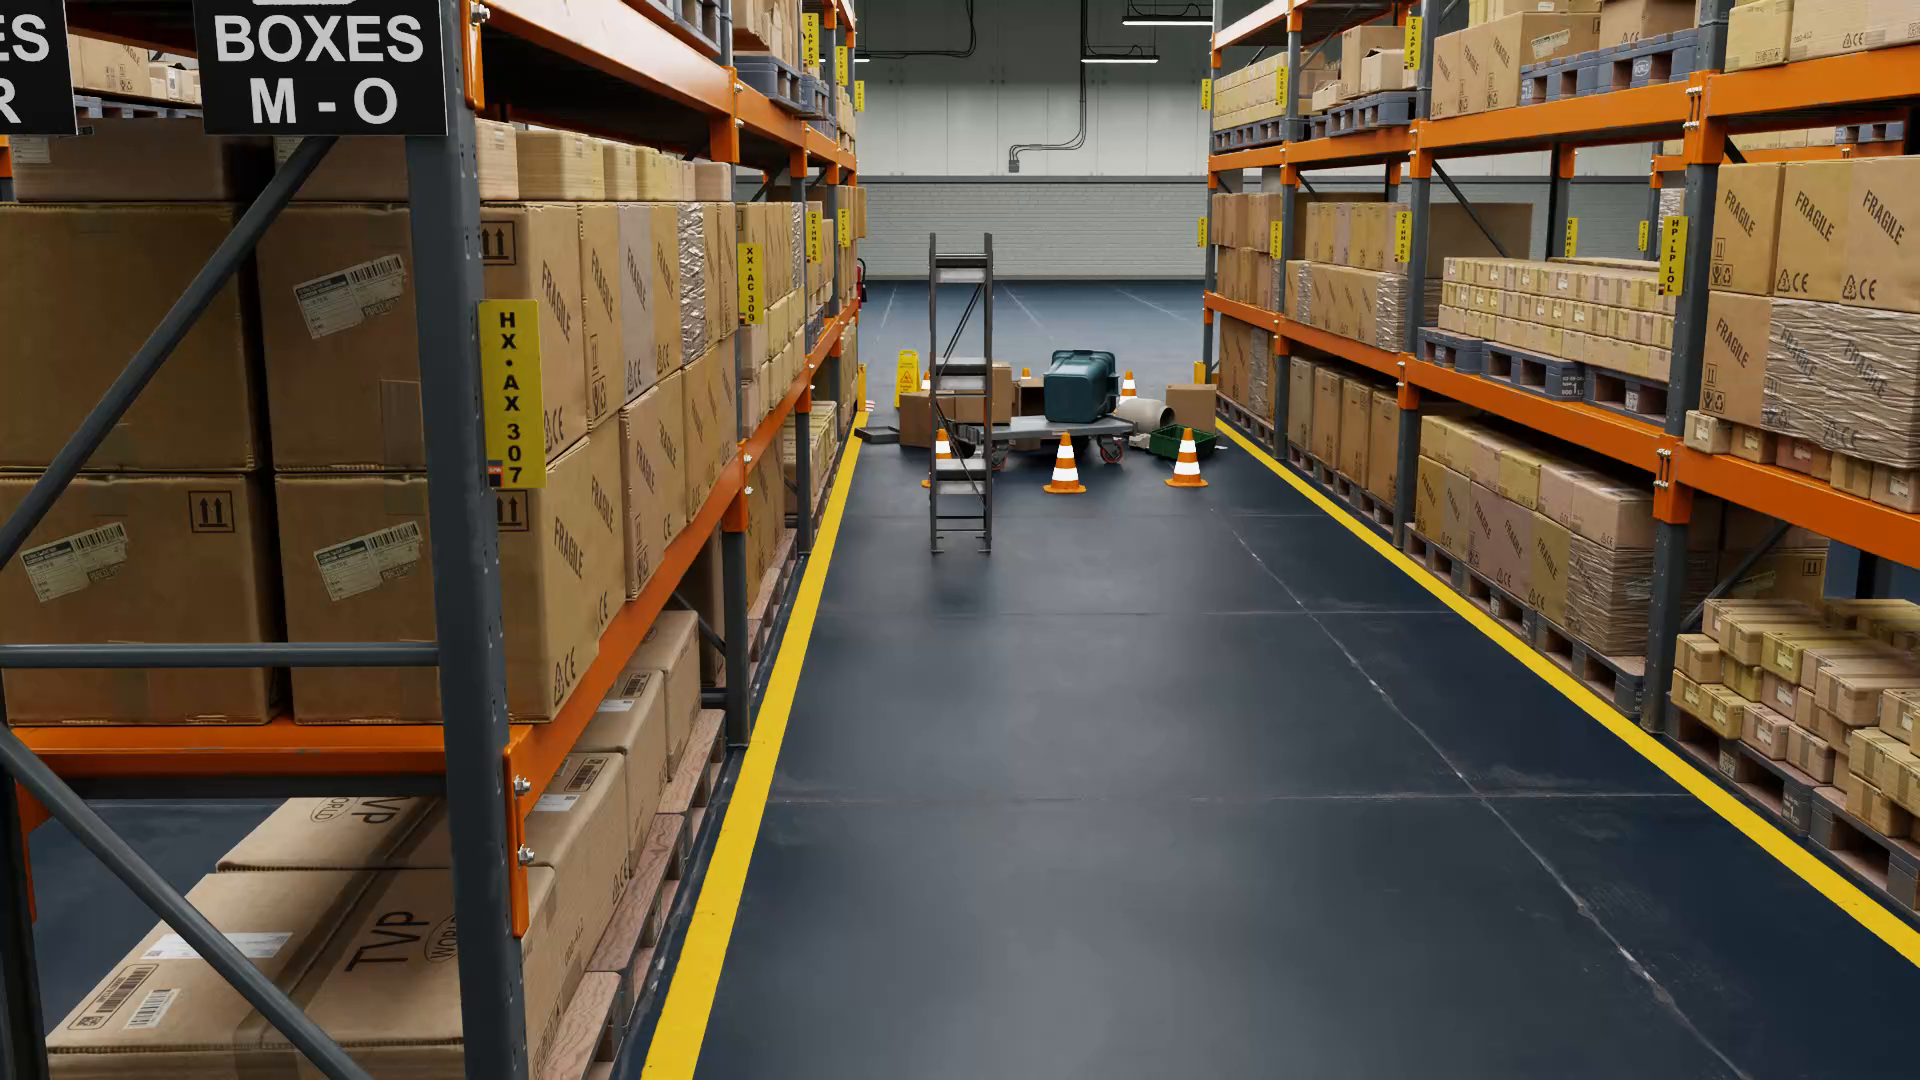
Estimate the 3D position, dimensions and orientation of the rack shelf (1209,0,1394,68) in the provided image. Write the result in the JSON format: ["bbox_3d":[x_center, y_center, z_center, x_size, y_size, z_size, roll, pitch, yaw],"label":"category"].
[{"bbox_3d":[3.329,-5.002,16.397,1.077,0.370,4.000,0,11,-1],"label":"rack shelf"}]

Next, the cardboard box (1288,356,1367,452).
[{"bbox_3d":[3.473,-1.193,14.498,1.050,0.750,0.750,0,11,-1],"label":"cardboard box"}]

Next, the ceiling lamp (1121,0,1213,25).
[{"bbox_3d":[4.277,-12.040,33.589,2.000,3.185,0.800,0,11,-1],"label":"ceiling lamp"}]

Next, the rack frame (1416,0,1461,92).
[{"bbox_3d":[3.453,-4.358,10.407,1.000,3.000,0.127,0,11,-1],"label":"rack frame"}]

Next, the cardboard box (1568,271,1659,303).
[{"bbox_3d":[3.315,-1.282,8.412,0.380,0.149,0.250,-1,11,-3],"label":"cardboard box"}]

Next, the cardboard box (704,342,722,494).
[{"bbox_3d":[-1.130,-0.438,5.922,0.500,0.500,0.500,-1,11,-3],"label":"cardboard box"}]

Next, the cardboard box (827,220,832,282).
[{"bbox_3d":[-1.326,-2.384,13.708,0.500,0.500,0.500,0,11,-1],"label":"cardboard box"}]

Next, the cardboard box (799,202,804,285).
[{"bbox_3d":[-1.221,-1.815,10.193,0.500,0.500,0.500,-1,11,-3],"label":"cardboard box"}]

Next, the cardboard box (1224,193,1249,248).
[{"bbox_3d":[3.236,-3.316,17.267,0.875,0.550,0.550,0,11,-1],"label":"cardboard box"}]

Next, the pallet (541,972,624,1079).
[{"bbox_3d":[-1.423,1.421,4.025,1.003,0.211,1.213,0,11,-1],"label":"pallet"}]

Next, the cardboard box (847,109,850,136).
[{"bbox_3d":[-1.342,-4.106,16.338,0.500,0.250,0.500,0,11,-1],"label":"cardboard box"}]

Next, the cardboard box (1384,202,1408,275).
[{"bbox_3d":[3.442,-2.147,11.830,0.700,0.500,0.500,0,11,-2],"label":"cardboard box"}]

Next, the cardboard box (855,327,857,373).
[{"bbox_3d":[-1.382,-2.035,18.020,0.500,0.500,0.500,0,11,-1],"label":"cardboard box"}]

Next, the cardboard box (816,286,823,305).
[{"bbox_3d":[-1.283,-1.951,13.208,0.380,0.149,0.250,0,11,-1],"label":"cardboard box"}]

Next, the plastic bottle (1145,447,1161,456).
[{"bbox_3d":[1.856,-0.822,15.455,0.133,0.061,0.283,-7,13,-30],"label":"plastic bottle"}]

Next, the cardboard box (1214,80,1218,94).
[{"bbox_3d":[2.977,-4.933,18.104,0.380,0.149,0.250,0,11,-1],"label":"cardboard box"}]

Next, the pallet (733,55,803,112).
[{"bbox_3d":[-1.401,-2.405,8.799,1.003,0.211,1.213,0,11,1],"label":"pallet"}]

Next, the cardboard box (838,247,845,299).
[{"bbox_3d":[-1.307,-2.456,15.121,0.500,0.500,0.500,0,11,-1],"label":"cardboard box"}]

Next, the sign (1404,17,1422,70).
[{"bbox_3d":[2.898,-3.179,10.643,0.100,0.325,0.005,0,11,-1],"label":"sign"}]

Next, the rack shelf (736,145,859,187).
[{"bbox_3d":[-1.618,-3.688,16.456,1.077,0.370,4.000,0,11,-1],"label":"rack shelf"}]

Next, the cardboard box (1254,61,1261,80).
[{"bbox_3d":[3.023,-4.478,15.863,0.380,0.149,0.250,0,11,-1],"label":"cardboard box"}]

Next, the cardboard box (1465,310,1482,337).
[{"bbox_3d":[3.272,-1.304,10.017,0.380,0.149,0.250,0,11,2],"label":"cardboard box"}]

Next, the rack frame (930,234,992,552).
[{"bbox_3d":[0.008,-0.948,10.949,0.400,2.100,0.015,0,11,-1],"label":"rack frame"}]

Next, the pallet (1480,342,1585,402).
[{"bbox_3d":[3.535,-0.930,9.084,1.003,0.211,1.213,0,11,-1],"label":"pallet"}]

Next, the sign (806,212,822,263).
[{"bbox_3d":[-0.939,-1.948,10.703,0.100,0.325,0.005,0,11,-1],"label":"sign"}]

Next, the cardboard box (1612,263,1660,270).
[{"bbox_3d":[3.938,-1.493,9.456,0.380,0.149,0.250,0,11,-1],"label":"cardboard box"}]

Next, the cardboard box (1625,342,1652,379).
[{"bbox_3d":[3.324,-0.835,7.707,0.380,0.149,0.250,0,11,-1],"label":"cardboard box"}]

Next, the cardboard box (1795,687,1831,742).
[{"bbox_3d":[3.362,0.648,6.186,0.380,0.149,0.250,-1,11,-4],"label":"cardboard box"}]

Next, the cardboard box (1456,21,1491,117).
[{"bbox_3d":[3.217,-2.723,9.640,0.500,0.500,0.500,0,11,-1],"label":"cardboard box"}]

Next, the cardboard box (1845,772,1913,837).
[{"bbox_3d":[3.290,0.900,5.692,0.380,0.149,0.250,-1,11,-3],"label":"cardboard box"}]

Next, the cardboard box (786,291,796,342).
[{"bbox_3d":[-1.184,-1.250,9.296,0.500,0.250,0.500,-1,11,-3],"label":"cardboard box"}]

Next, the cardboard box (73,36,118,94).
[{"bbox_3d":[-6.338,-3.375,11.547,0.700,0.500,0.500,0,11,-2],"label":"cardboard box"}]

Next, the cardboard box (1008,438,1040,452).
[{"bbox_3d":[0.553,-1.003,15.837,0.258,0.266,0.396,-10,15,-40],"label":"cardboard box"}]

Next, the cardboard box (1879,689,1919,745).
[{"bbox_3d":[3.377,0.608,5.636,0.380,0.149,0.250,-1,11,-4],"label":"cardboard box"}]

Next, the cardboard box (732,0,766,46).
[{"bbox_3d":[-1.139,-2.483,7.404,0.500,0.500,0.500,0,11,-2],"label":"cardboard box"}]

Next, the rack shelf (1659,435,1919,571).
[{"bbox_3d":[3.577,0.127,5.196,1.077,0.370,4.000,0,11,-1],"label":"rack shelf"}]

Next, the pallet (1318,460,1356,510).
[{"bbox_3d":[3.490,-0.450,13.247,1.003,0.211,1.213,0,11,-1],"label":"pallet"}]

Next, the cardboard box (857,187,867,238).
[{"bbox_3d":[-1.314,-3.350,17.014,0.700,0.500,0.500,0,11,-2],"label":"cardboard box"}]

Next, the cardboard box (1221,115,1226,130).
[{"bbox_3d":[2.985,-4.440,17.679,0.380,0.149,0.250,0,11,-1],"label":"cardboard box"}]

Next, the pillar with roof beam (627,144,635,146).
[{"bbox_3d":[-3.700,-10.533,40.845,9.100,9.000,0.548,0,11,-1],"label":"pillar with roof beam"}]

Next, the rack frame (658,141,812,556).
[{"bbox_3d":[-1.494,-1.377,10.804,1.000,3.000,0.127,0,11,-1],"label":"rack frame"}]

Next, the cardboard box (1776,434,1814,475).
[{"bbox_3d":[3.352,-0.338,6.313,0.380,0.149,0.250,-1,11,-4],"label":"cardboard box"}]

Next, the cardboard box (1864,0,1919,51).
[{"bbox_3d":[3.292,-1.723,5.340,0.500,0.250,0.500,0,11,1],"label":"cardboard box"}]

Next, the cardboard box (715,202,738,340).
[{"bbox_3d":[-1.125,-1.029,6.319,0.500,0.500,0.500,0,11,-2],"label":"cardboard box"}]

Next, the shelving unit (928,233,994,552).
[{"bbox_3d":[0.003,-0.996,11.188,0.431,2.100,0.503,0,11,-1],"label":"shelving unit"}]

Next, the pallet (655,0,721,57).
[{"bbox_3d":[-1.404,-1.846,5.793,1.003,0.211,1.213,0,11,-1],"label":"pallet"}]

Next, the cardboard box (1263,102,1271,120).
[{"bbox_3d":[3.031,-3.987,15.448,0.380,0.149,0.250,0,11,0],"label":"cardboard box"}]

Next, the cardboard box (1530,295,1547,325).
[{"bbox_3d":[3.300,-1.240,8.953,0.380,0.149,0.250,0,11,1],"label":"cardboard box"}]

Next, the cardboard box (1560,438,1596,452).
[{"bbox_3d":[3.746,-0.430,9.478,0.500,0.250,0.500,0,11,0],"label":"cardboard box"}]

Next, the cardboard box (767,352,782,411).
[{"bbox_3d":[-1.163,-0.802,8.346,0.500,0.250,0.500,0,11,-2],"label":"cardboard box"}]

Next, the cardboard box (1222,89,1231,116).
[{"bbox_3d":[3.053,-4.607,17.502,0.500,0.250,0.500,0,11,-2],"label":"cardboard box"}]

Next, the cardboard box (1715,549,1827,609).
[{"bbox_3d":[3.786,0.249,8.020,0.500,0.500,0.500,0,11,1],"label":"cardboard box"}]

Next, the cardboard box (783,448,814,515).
[{"bbox_3d":[-1.495,-0.408,11.577,0.950,0.372,0.625,-1,12,-5],"label":"cardboard box"}]

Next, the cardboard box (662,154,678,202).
[{"bbox_3d":[-1.130,-1.177,5.418,0.380,0.149,0.250,0,11,-2],"label":"cardboard box"}]

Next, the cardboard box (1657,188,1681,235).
[{"bbox_3d":[7.988,-3.583,18.160,0.500,0.500,0.500,0,11,-1],"label":"cardboard box"}]

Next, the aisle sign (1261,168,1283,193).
[{"bbox_3d":[3.586,-4.297,18.659,0.394,0.787,0.004,0,11,-1],"label":"aisle sign"}]
